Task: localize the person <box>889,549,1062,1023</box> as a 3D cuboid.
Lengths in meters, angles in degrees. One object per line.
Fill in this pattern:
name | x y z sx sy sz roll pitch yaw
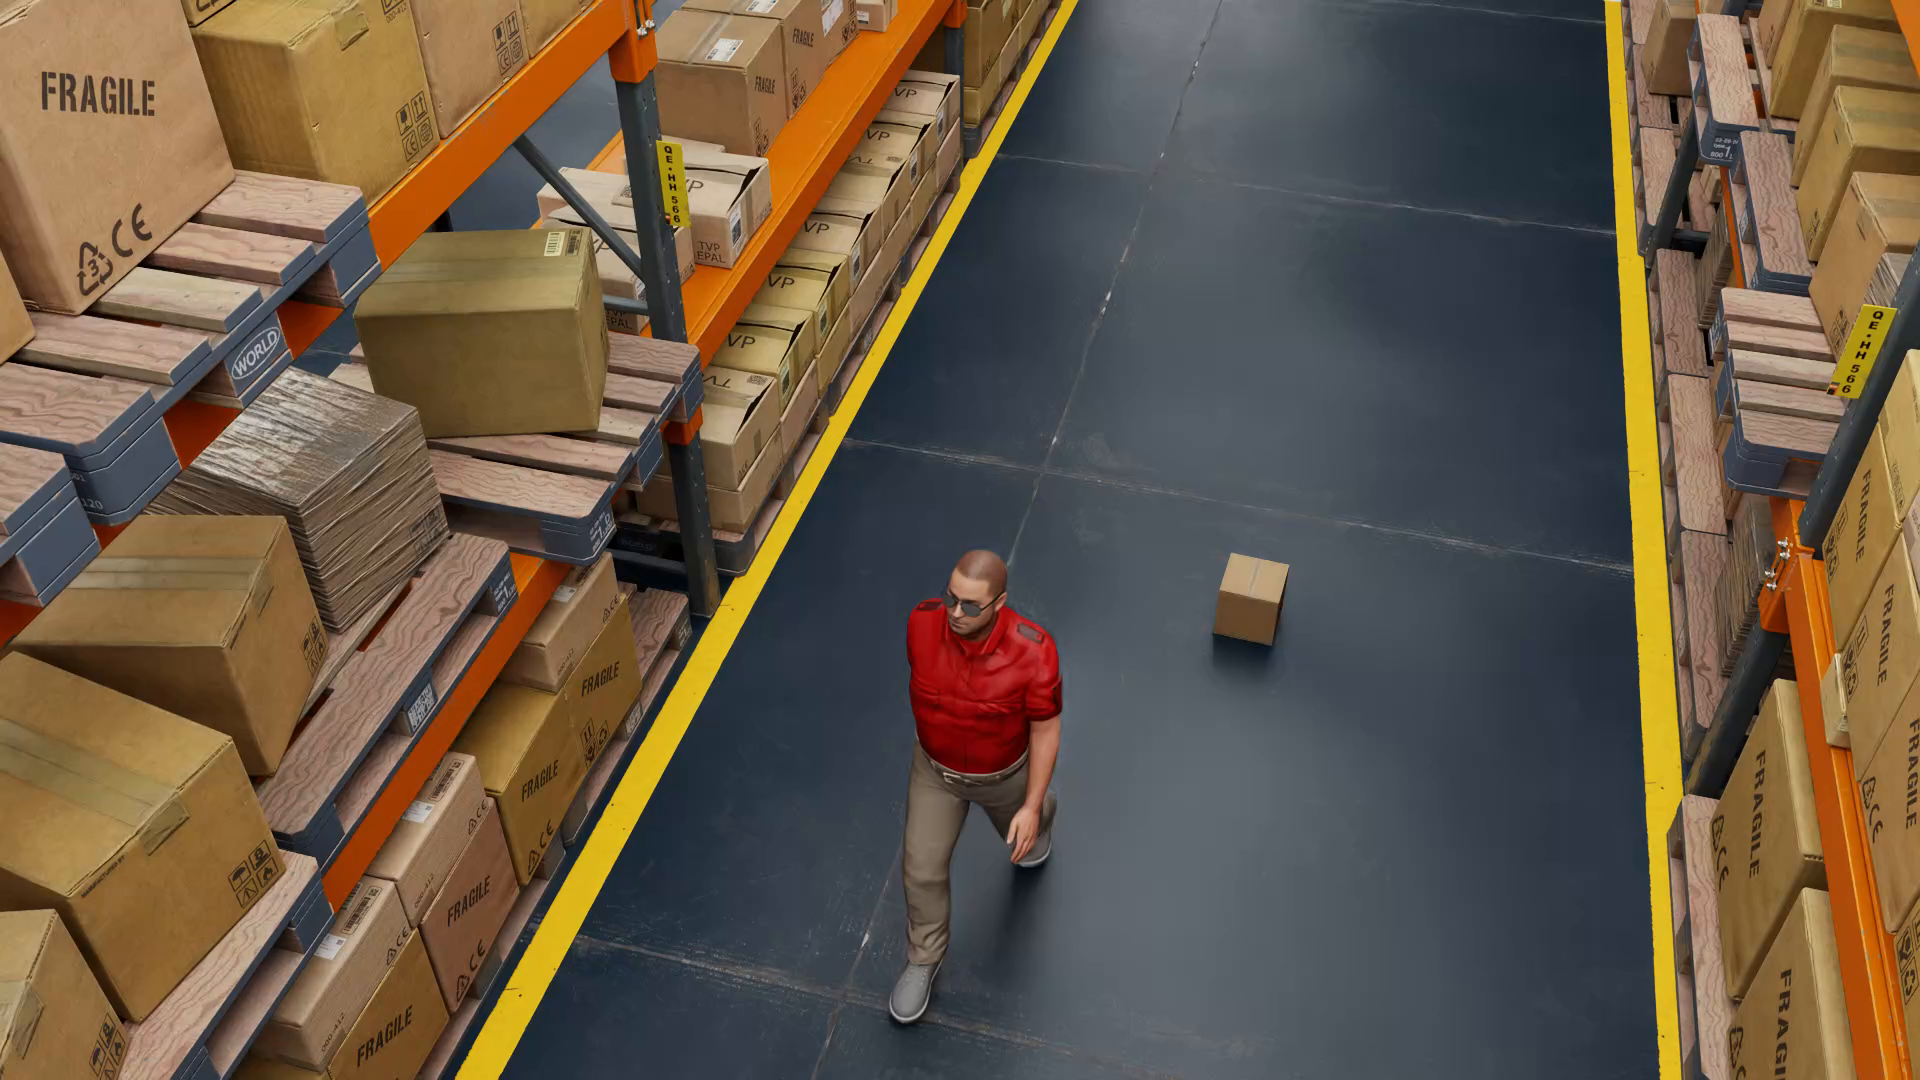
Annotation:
person | 0.064 0.704 5.346 0.541 1.673 1.004 12 42 14
